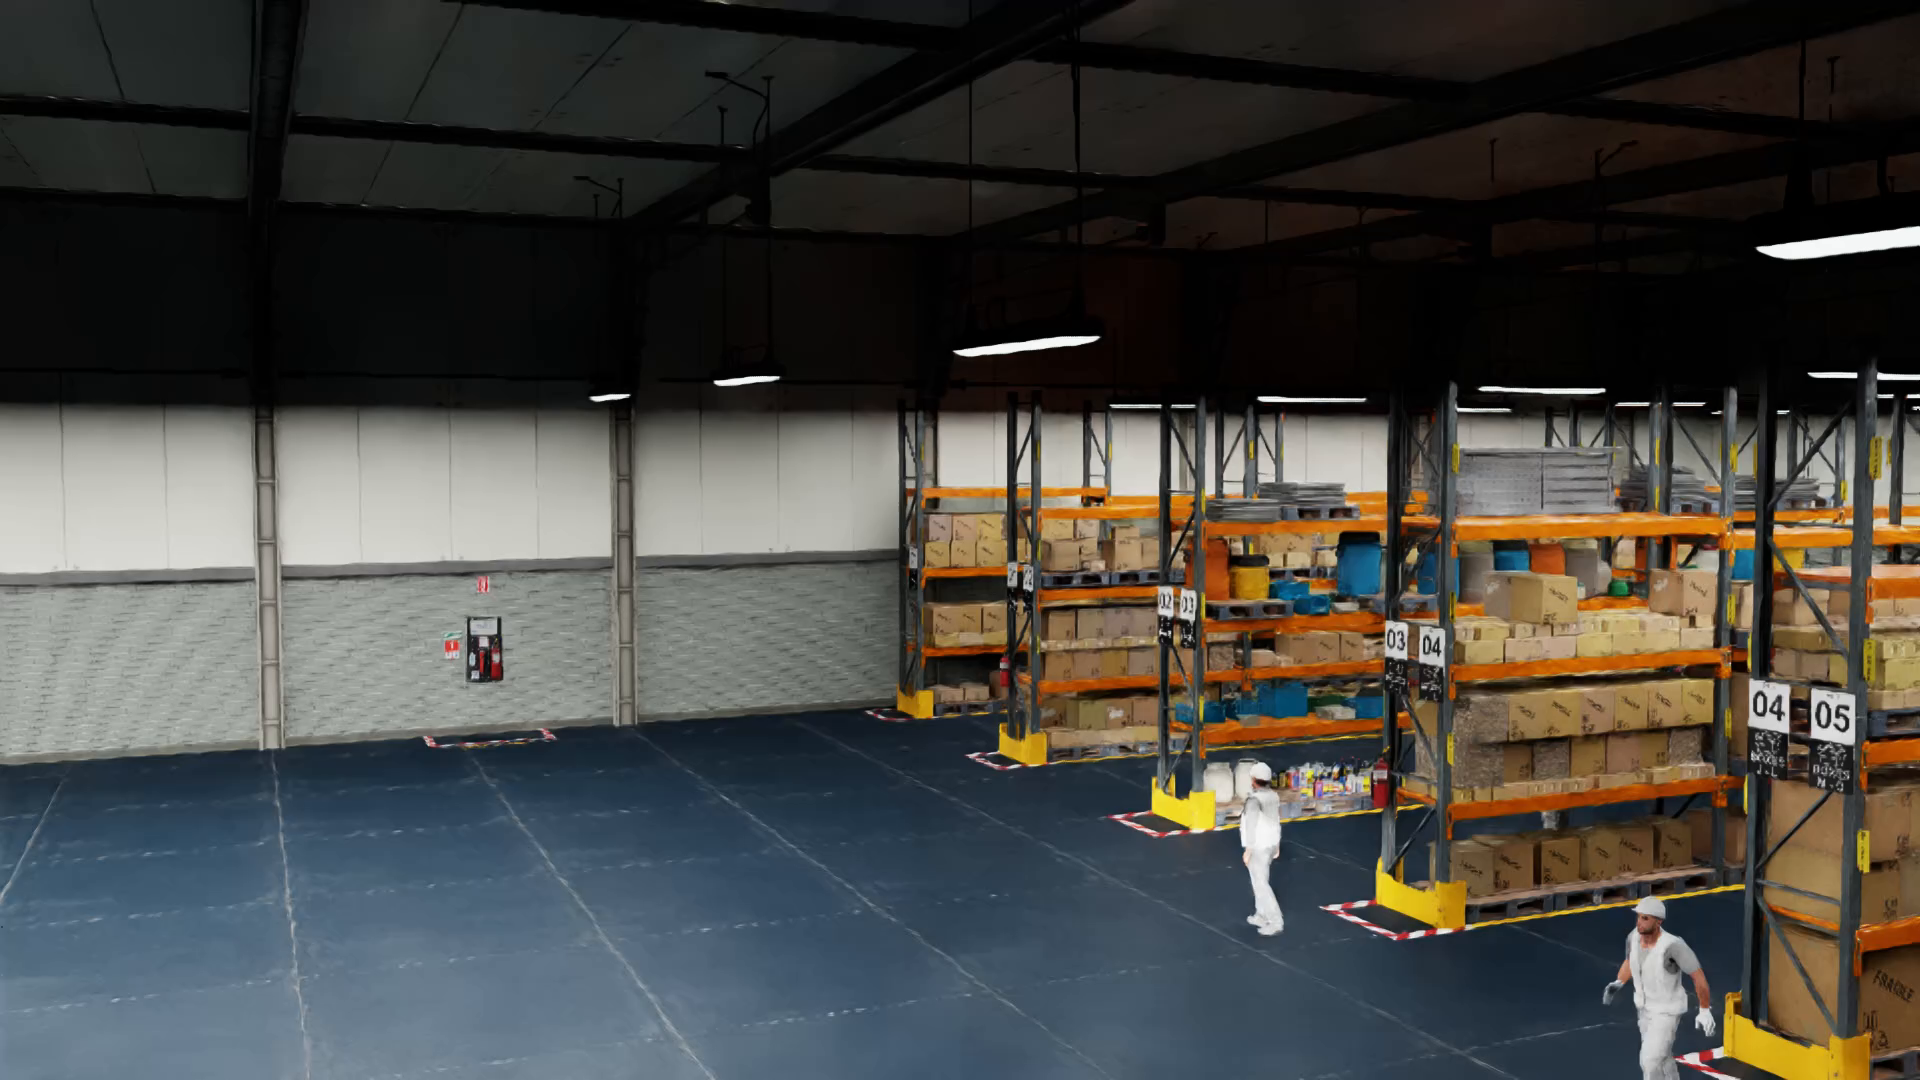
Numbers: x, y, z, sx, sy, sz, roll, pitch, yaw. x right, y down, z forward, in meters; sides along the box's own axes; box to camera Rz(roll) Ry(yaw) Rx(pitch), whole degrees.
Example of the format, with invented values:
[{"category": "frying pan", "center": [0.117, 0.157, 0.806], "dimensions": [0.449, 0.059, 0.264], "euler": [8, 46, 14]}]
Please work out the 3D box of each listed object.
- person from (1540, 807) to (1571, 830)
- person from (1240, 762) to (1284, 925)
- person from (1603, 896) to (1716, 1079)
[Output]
[{"category": "person", "center": [7.455, 3.040, 20.791], "dimensions": [0.669, 1.783, 0.588], "euler": [0, 3, -3]}, {"category": "person", "center": [3.259, 3.225, 17.675], "dimensions": [0.519, 1.708, 0.586], "euler": [3, 4, 39]}, {"category": "person", "center": [5.282, 3.558, 12.567], "dimensions": [0.680, 1.750, 0.711], "euler": [-1, 4, -19]}]
